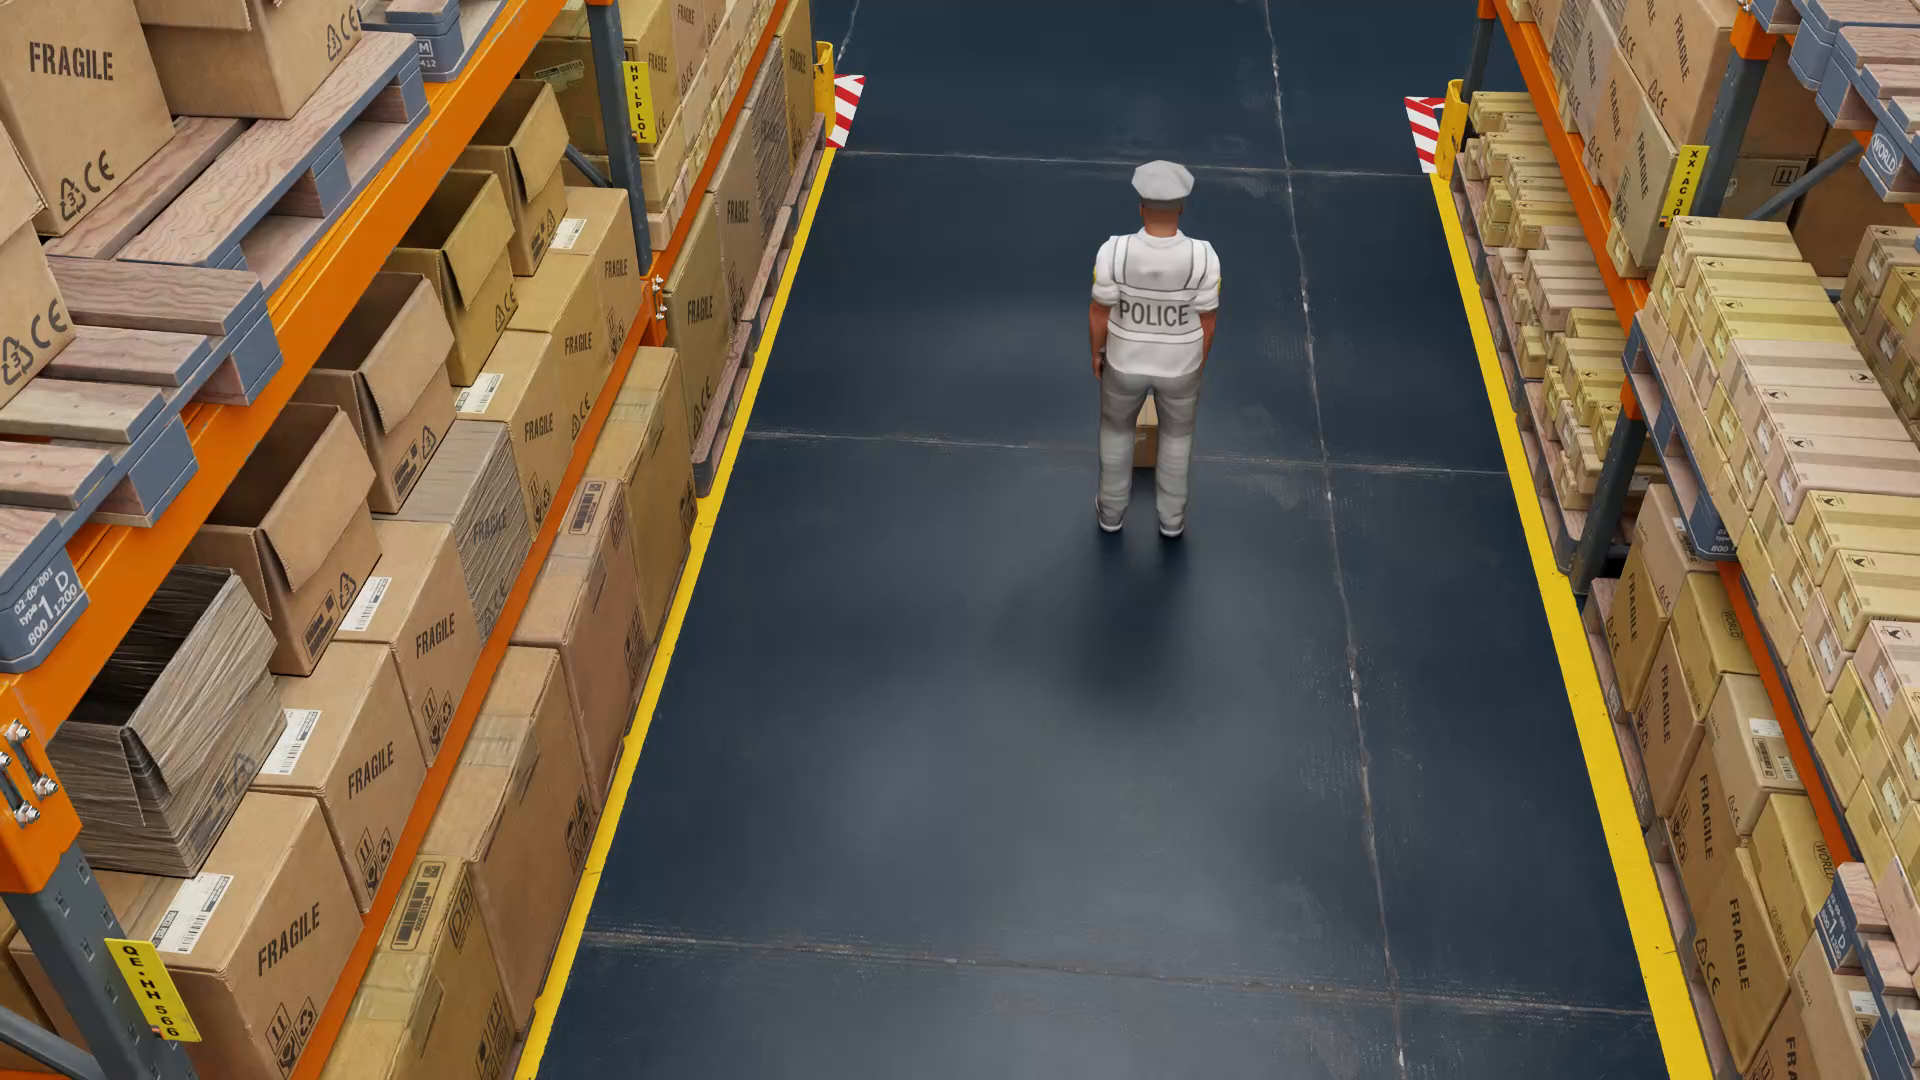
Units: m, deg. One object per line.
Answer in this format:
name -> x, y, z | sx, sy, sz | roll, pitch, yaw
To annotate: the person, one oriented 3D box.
person -> 0.806, -0.781, 7.101 | 0.528, 1.749, 0.393 | 4, 40, 5
